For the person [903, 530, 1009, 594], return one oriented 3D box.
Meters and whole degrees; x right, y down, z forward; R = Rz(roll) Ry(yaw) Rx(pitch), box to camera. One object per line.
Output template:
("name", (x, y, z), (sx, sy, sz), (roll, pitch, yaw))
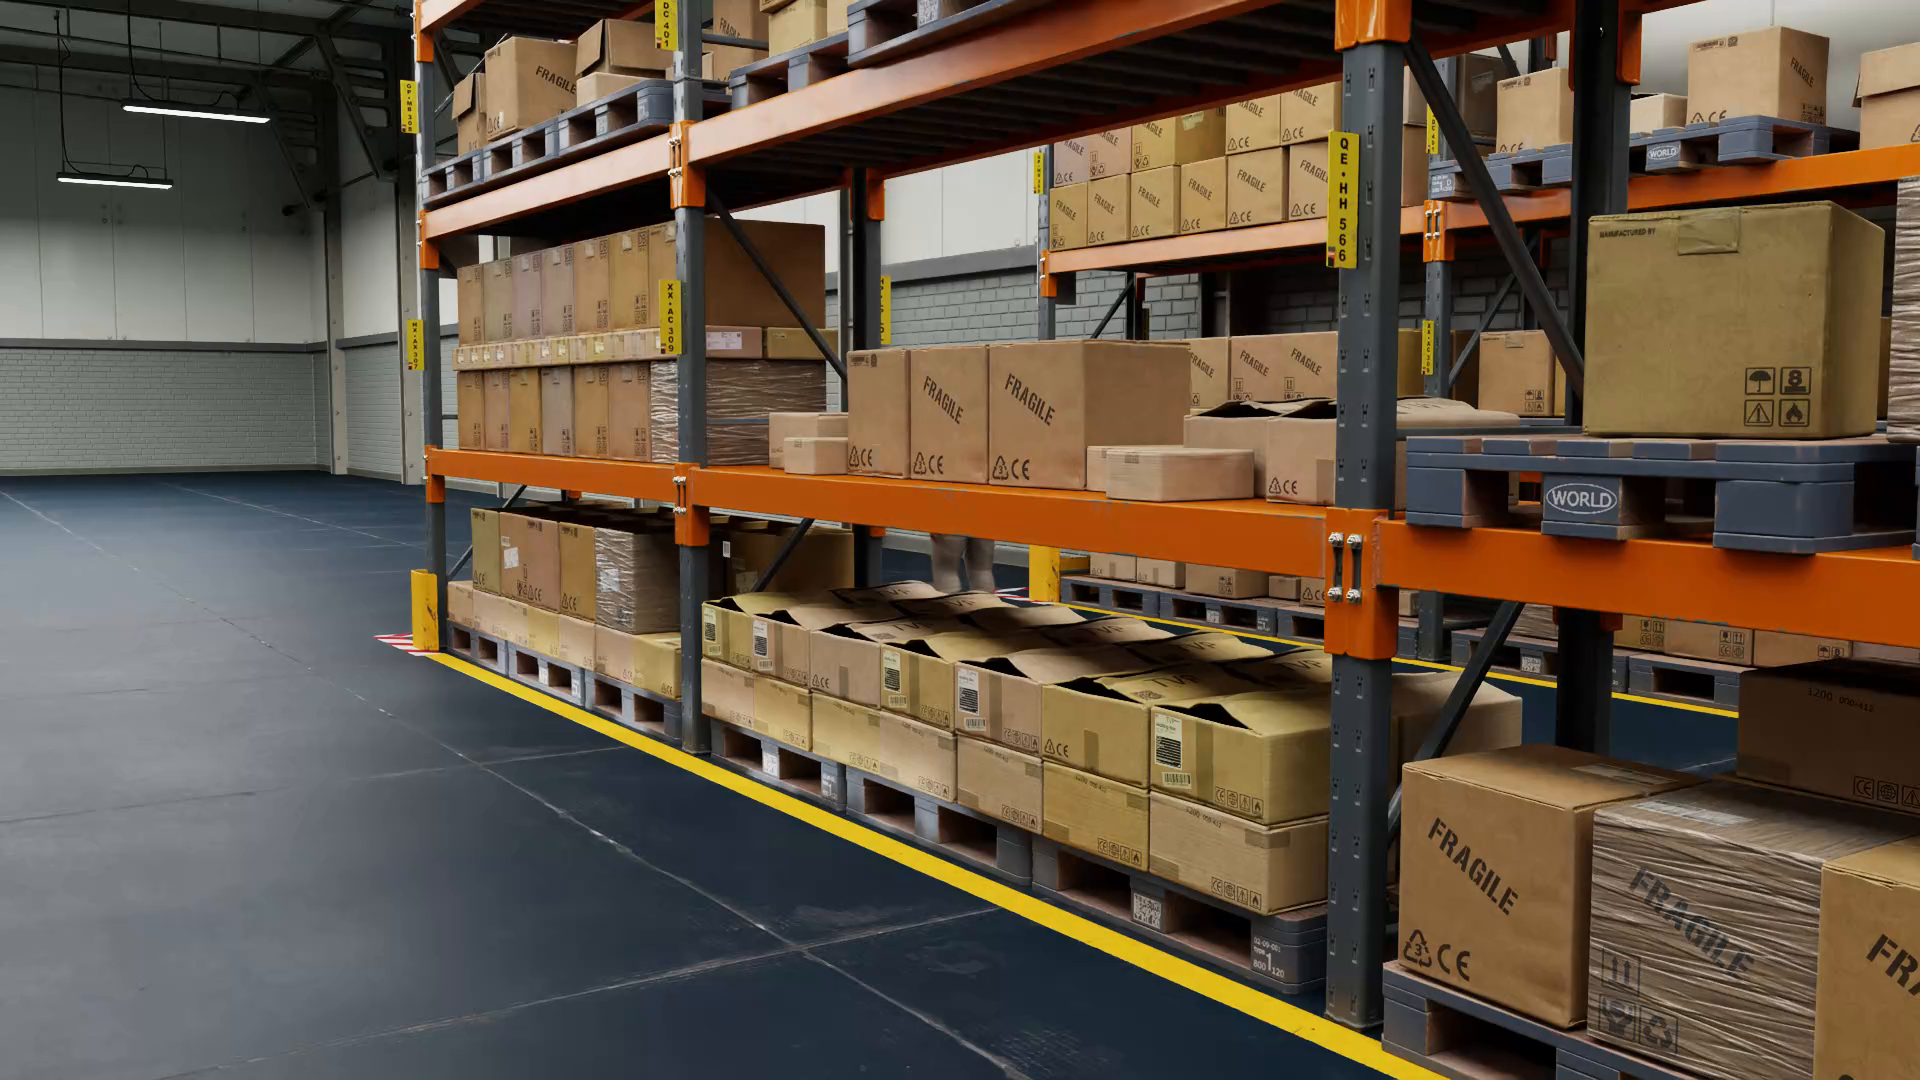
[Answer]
("person", (-0.031, 0.007, 10.873), (0.590, 1.409, 0.707), (-3, 6, -34))
